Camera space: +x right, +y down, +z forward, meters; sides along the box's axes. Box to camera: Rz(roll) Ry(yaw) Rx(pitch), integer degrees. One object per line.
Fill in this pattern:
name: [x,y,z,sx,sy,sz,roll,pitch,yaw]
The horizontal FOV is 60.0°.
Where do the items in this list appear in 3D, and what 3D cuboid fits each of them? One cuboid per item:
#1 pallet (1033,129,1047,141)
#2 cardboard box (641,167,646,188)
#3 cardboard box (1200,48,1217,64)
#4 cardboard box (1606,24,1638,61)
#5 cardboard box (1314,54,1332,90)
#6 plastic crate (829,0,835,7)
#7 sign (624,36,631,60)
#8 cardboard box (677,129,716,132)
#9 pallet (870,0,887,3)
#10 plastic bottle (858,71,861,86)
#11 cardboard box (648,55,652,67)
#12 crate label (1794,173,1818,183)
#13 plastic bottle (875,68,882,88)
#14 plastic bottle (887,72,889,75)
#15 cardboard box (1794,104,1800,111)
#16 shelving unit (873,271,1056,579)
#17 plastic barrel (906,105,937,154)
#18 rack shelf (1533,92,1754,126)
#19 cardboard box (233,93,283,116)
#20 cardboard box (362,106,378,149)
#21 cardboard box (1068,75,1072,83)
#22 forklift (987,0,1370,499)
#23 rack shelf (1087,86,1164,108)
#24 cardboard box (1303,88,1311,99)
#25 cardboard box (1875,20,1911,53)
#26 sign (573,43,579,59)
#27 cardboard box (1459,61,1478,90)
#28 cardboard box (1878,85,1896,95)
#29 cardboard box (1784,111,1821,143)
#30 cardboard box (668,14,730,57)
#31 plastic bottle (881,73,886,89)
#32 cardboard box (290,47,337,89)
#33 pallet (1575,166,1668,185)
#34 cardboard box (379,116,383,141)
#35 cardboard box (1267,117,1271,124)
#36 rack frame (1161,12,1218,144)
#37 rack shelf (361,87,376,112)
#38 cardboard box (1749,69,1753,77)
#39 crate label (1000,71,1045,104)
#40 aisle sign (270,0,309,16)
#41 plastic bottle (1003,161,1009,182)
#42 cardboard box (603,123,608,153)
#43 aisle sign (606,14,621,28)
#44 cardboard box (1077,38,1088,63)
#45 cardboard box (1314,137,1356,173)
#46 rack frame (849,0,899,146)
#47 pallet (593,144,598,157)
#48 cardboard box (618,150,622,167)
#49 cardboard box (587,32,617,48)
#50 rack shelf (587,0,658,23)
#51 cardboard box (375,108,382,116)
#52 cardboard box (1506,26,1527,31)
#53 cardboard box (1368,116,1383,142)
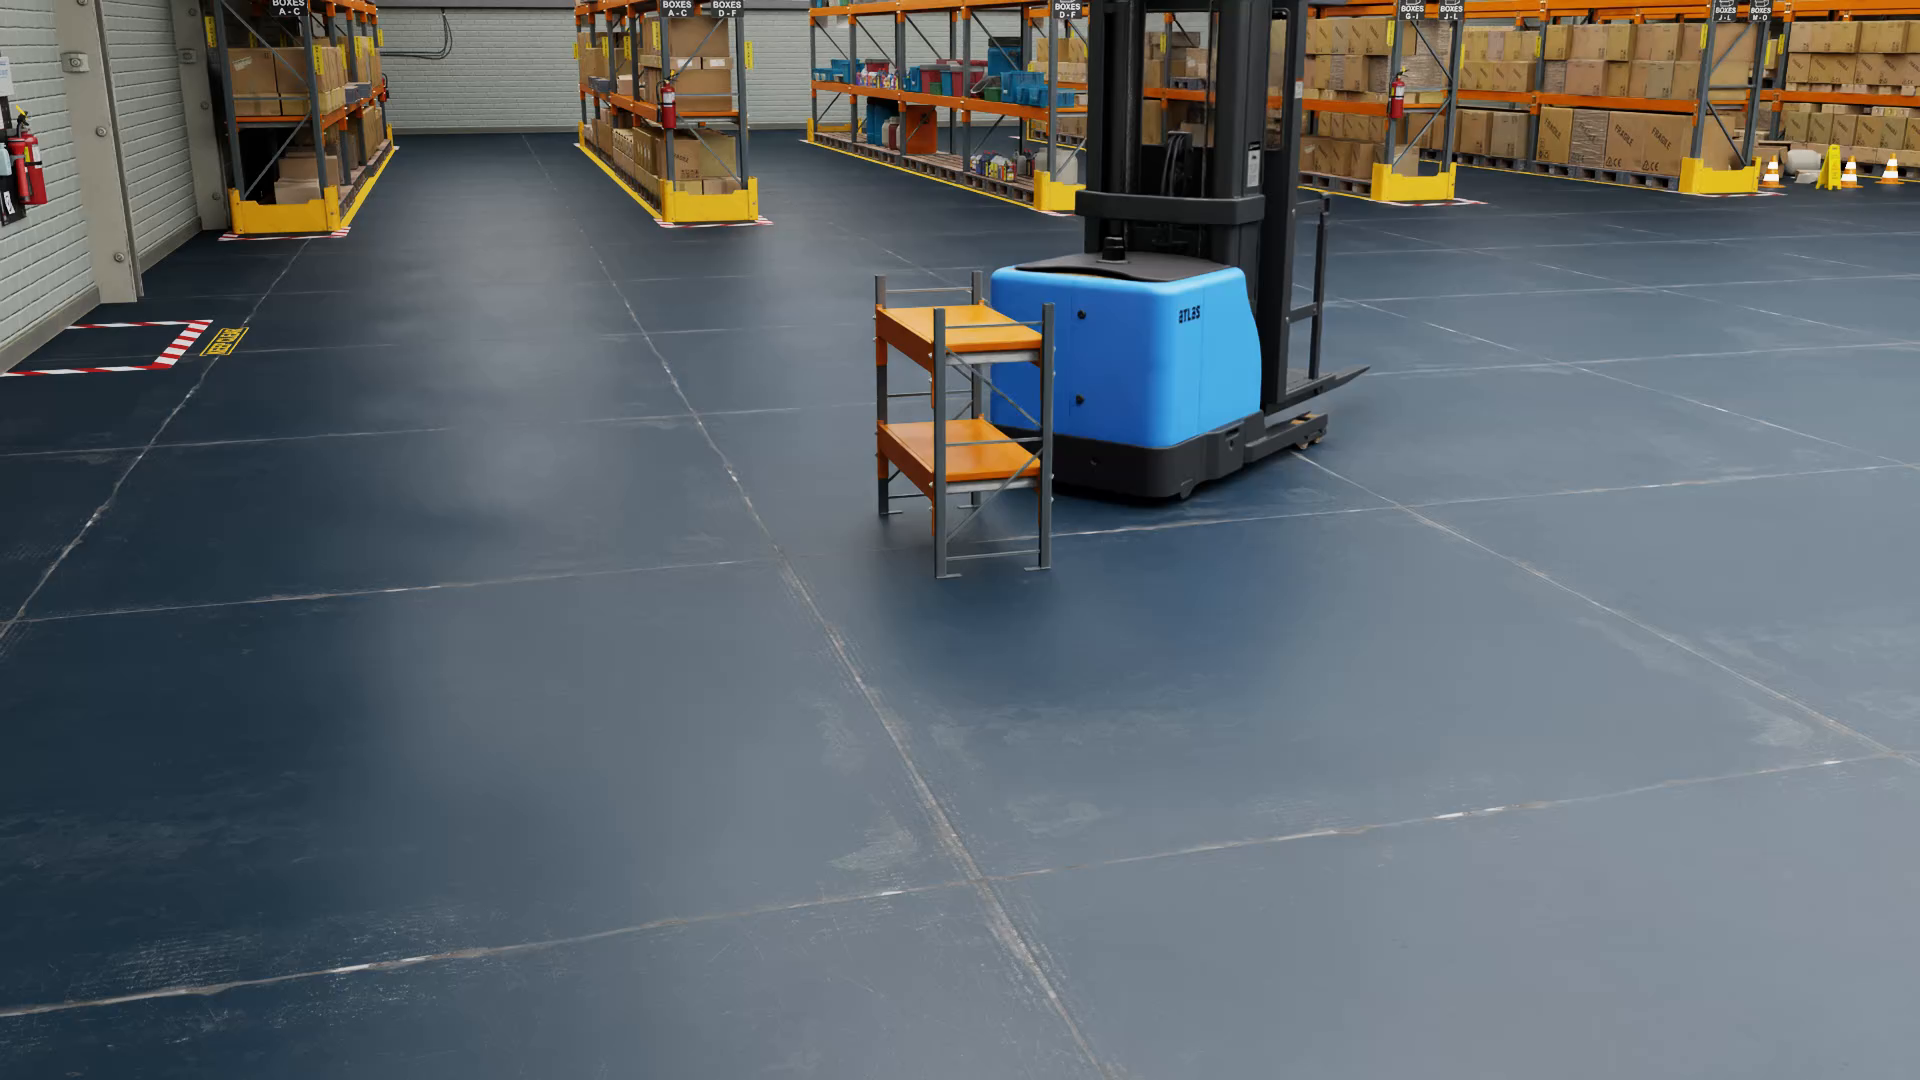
pallet: [2.299,-9.102,37.388,1.003,0.211,1.213,-5,17,-15]
cardboard box: [-4.123,-5.006,22.953,0.500,0.250,0.500,-5,17,-15]
cardboard box: [4.639,-8.396,29.287,0.700,0.500,0.500,-2,17,-7]
cardboard box: [10.599,-7.733,25.844,0.875,0.550,0.500,-5,17,-15]
cardboard box: [5.802,-6.982,24.790,0.875,0.500,0.500,-5,17,-15]
plastic crate: [-2.446,-11.004,33.863,0.437,0.282,0.530,-5,17,-15]
sign: [-4.743,-7.023,23.742,0.100,0.325,0.005,-5,17,-15]
cardboard box: [-3.619,-5.407,22.984,0.500,0.500,0.500,-5,17,-15]
pallet: [-1.035,-9.979,30.572,1.003,0.211,1.213,-5,17,-15]
plastic bottle: [-1.932,-8.927,32.160,0.061,0.283,0.133,-5,17,-15]
cardboard box: [-4.055,-6.538,22.702,0.380,0.149,0.250,-5,18,-17]
crate label: [13.322,-5.687,26.148,0.298,0.136,0.250,16,23,42]
plastic bottle: [-1.486,-8.555,30.803,0.144,0.351,0.185,-5,17,-15]
plastic bottle: [-1.307,-8.450,30.570,0.061,0.283,0.133,-5,17,-15]
cardboard box: [17.988,-9.198,35.345,0.380,0.149,0.250,-5,18,-17]
shelving unit: [-0.002,-0.541,7.296,0.538,1.125,1.048,-5,17,-15]
plastic barrel: [-0.711,-7.344,29.730,0.600,0.830,0.708,-5,17,-15]
rack shelf: [10.648,-6.800,26.127,1.077,0.370,4.000,-5,17,-15]
cardboard box: [-8.202,-5.104,19.456,0.500,0.250,0.500,-4,17,-14]
cardboard box: [-10.881,-7.374,29.793,0.750,0.750,0.750,-4,17,-15]
cardboard box: [2.492,-9.698,34.960,0.380,0.149,0.250,-4,17,-14]
forklift: [1.390,-1.966,8.901,1.130,2.935,3.031,11,20,33]
rack shelf: [3.653,-8.649,32.281,1.077,0.370,4.000,-5,17,-15]
cardboard box: [5.439,-6.786,25.267,0.380,0.149,0.250,-5,17,-15]
cardboard box: [15.208,-8.078,26.700,0.700,0.500,0.500,-5,17,-16]
sign: [-8.044,-10.243,34.831,0.100,0.325,0.005,-5,17,-15]
cardboard box: [9.279,-8.289,29.658,0.500,0.500,0.500,-5,17,-16]
cardboard box: [15.202,-7.325,27.061,0.380,0.149,0.250,-5,17,-16]
cardboard box: [14.733,-7.176,28.874,0.500,0.500,0.500,-4,17,-13]
cardboard box: [-3.255,-6.259,20.646,0.700,0.500,0.500,-5,17,-15]
plastic bottle: [-1.395,-8.387,30.362,0.061,0.283,0.133,-5,17,-15]
cardboard box: [-8.144,-5.928,20.895,0.500,0.500,0.500,-4,17,-14]
pallet: [10.571,-5.808,26.420,1.003,0.211,1.213,-5,17,-15]
cardboard box: [-11.858,-8.158,33.012,0.700,0.500,0.500,-5,17,-15]
cardboard box: [7.116,-9.472,37.480,0.380,0.149,0.250,-4,17,-12]
rack frame: [4.203,-8.440,30.336,1.000,3.000,0.127,-5,17,-15]
rack shelf: [-10.635,-7.474,28.370,1.077,0.370,4.000,-5,17,-15]
cardboard box: [14.368,-8.393,29.885,0.380,0.149,0.250,-5,17,-17]
crate label: [0.873,-6.340,23.284,0.502,0.435,0.616,-5,17,-15]
aisle sign: [-7.579,-6.301,18.697,0.394,0.787,0.004,-5,17,-15]
plastic bottle: [0.663,-5.250,23.672,0.061,0.283,0.133,-4,17,-14]
cardboard box: [-6.098,-7.200,29.786,0.500,0.500,0.500,-5,18,-17]
aisle sign: [-7.246,-11.159,34.868,0.394,0.787,0.004,-5,17,-15]
cardboard box: [2.720,-10.082,34.243,0.500,0.500,0.500,-4,17,-14]
cardboard box: [5.784,-5.901,25.496,0.500,0.500,0.500,-6,18,-20]
rack frame: [-1.659,-9.155,32.716,1.000,3.000,0.127,-5,17,-15]
pallet: [-6.610,-7.619,32.449,1.003,0.211,1.213,-5,17,-15]
cardboard box: [-5.174,-6.092,26.568,0.500,0.250,0.500,-5,17,-17]
cardboard box: [-6.811,-9.411,31.655,0.500,0.500,0.500,-5,17,-15]
rack shelf: [-5.873,-9.303,29.246,1.077,0.370,4.000,-5,17,-15]
cardboard box: [-11.714,-8.515,33.074,0.380,0.149,0.250,-4,17,-14]
cardboard box: [12.241,-11.228,36.576,0.380,0.149,0.250,-5,17,-16]
cardboard box: [8.428,-8.114,32.864,0.500,0.500,0.500,-4,17,-13]
